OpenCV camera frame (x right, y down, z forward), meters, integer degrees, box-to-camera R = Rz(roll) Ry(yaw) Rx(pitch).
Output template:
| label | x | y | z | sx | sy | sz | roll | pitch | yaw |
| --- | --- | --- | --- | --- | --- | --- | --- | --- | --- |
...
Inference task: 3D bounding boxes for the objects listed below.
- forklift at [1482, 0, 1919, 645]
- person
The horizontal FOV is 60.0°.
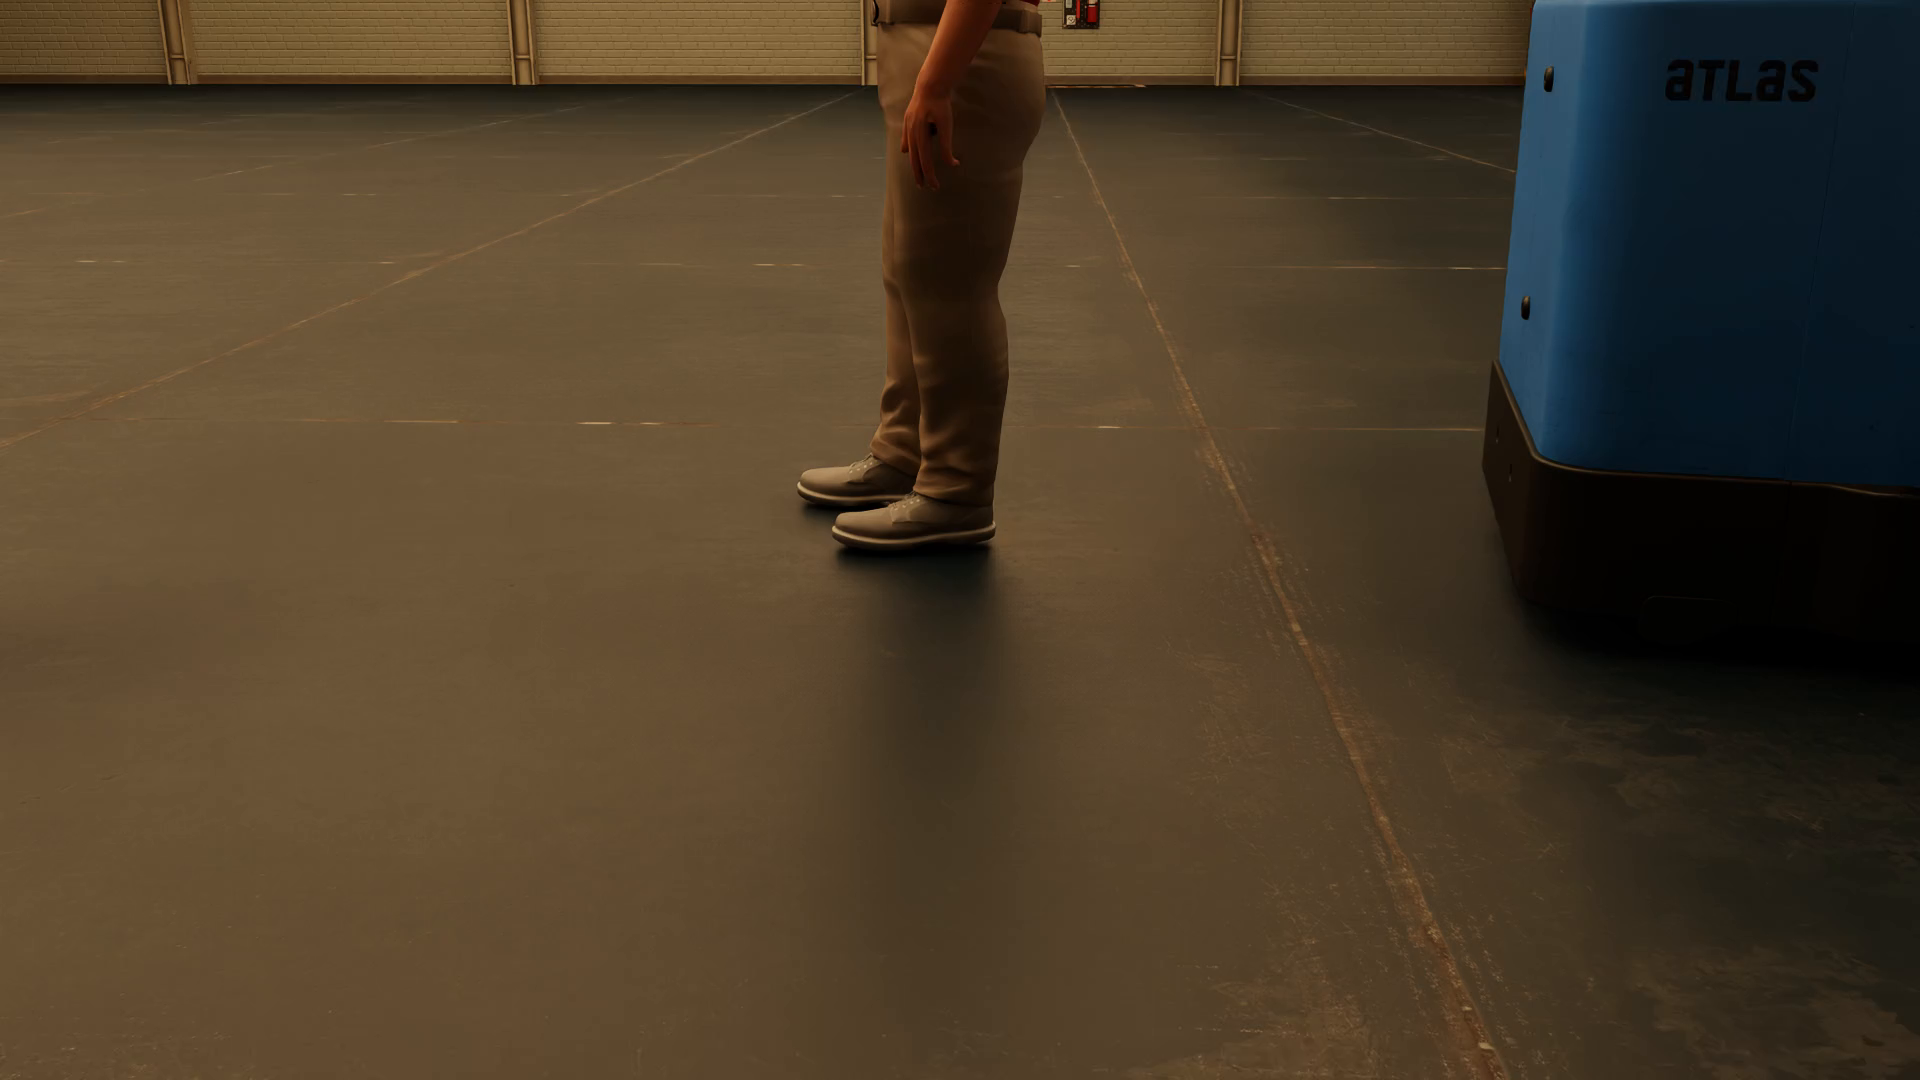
| label | x | y | z | sx | sy | sz | roll | pitch | yaw |
| --- | --- | --- | --- | --- | --- | --- | --- | --- | --- |
| forklift | 2.527 | -1.268 | 2.514 | 3.031 | 2.935 | 1.130 | 4 | 18 | 12 |
| person | -0.089 | -0.837 | 3.127 | 0.550 | 1.727 | 0.641 | 1 | 17 | 2 |
